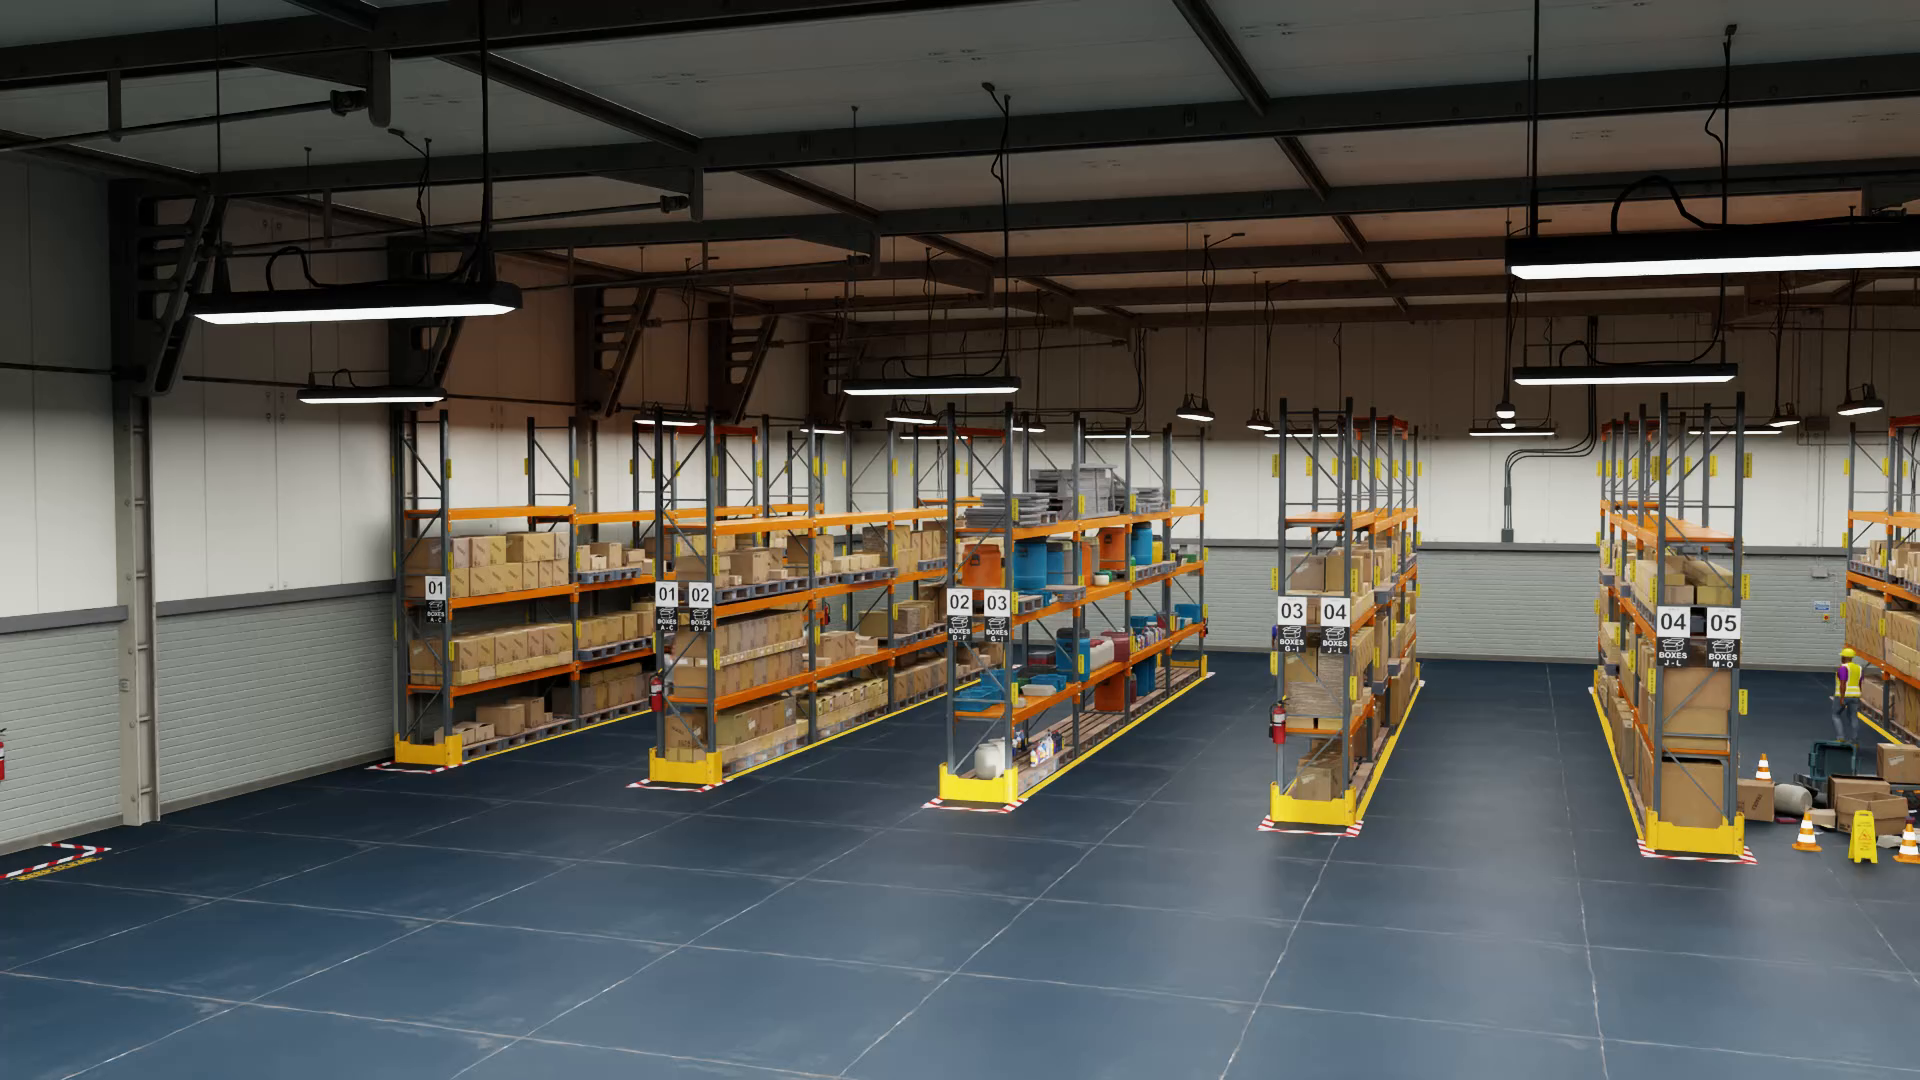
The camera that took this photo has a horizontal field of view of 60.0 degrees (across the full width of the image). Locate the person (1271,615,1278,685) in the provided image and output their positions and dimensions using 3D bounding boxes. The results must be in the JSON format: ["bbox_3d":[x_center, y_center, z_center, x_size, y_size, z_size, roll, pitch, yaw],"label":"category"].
[{"bbox_3d":[7.380,2.531,38.394,0.470,1.657,0.498,-2,3,-44],"label":"person"}]

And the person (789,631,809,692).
[{"bbox_3d":[-3.579,2.576,36.264,0.668,1.768,0.821,0,2,-4],"label":"person"}]

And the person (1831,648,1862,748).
[{"bbox_3d":[16.002,2.850,29.878,0.553,1.784,0.555,0,2,-3],"label":"person"}]

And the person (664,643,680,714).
[{"bbox_3d":[-5.729,2.809,32.971,0.499,1.554,0.834,0,2,-8],"label":"person"}]

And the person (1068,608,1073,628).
[{"bbox_3d":[2.882,2.415,40.753,0.733,1.667,0.530,-2,3,-36],"label":"person"}]
